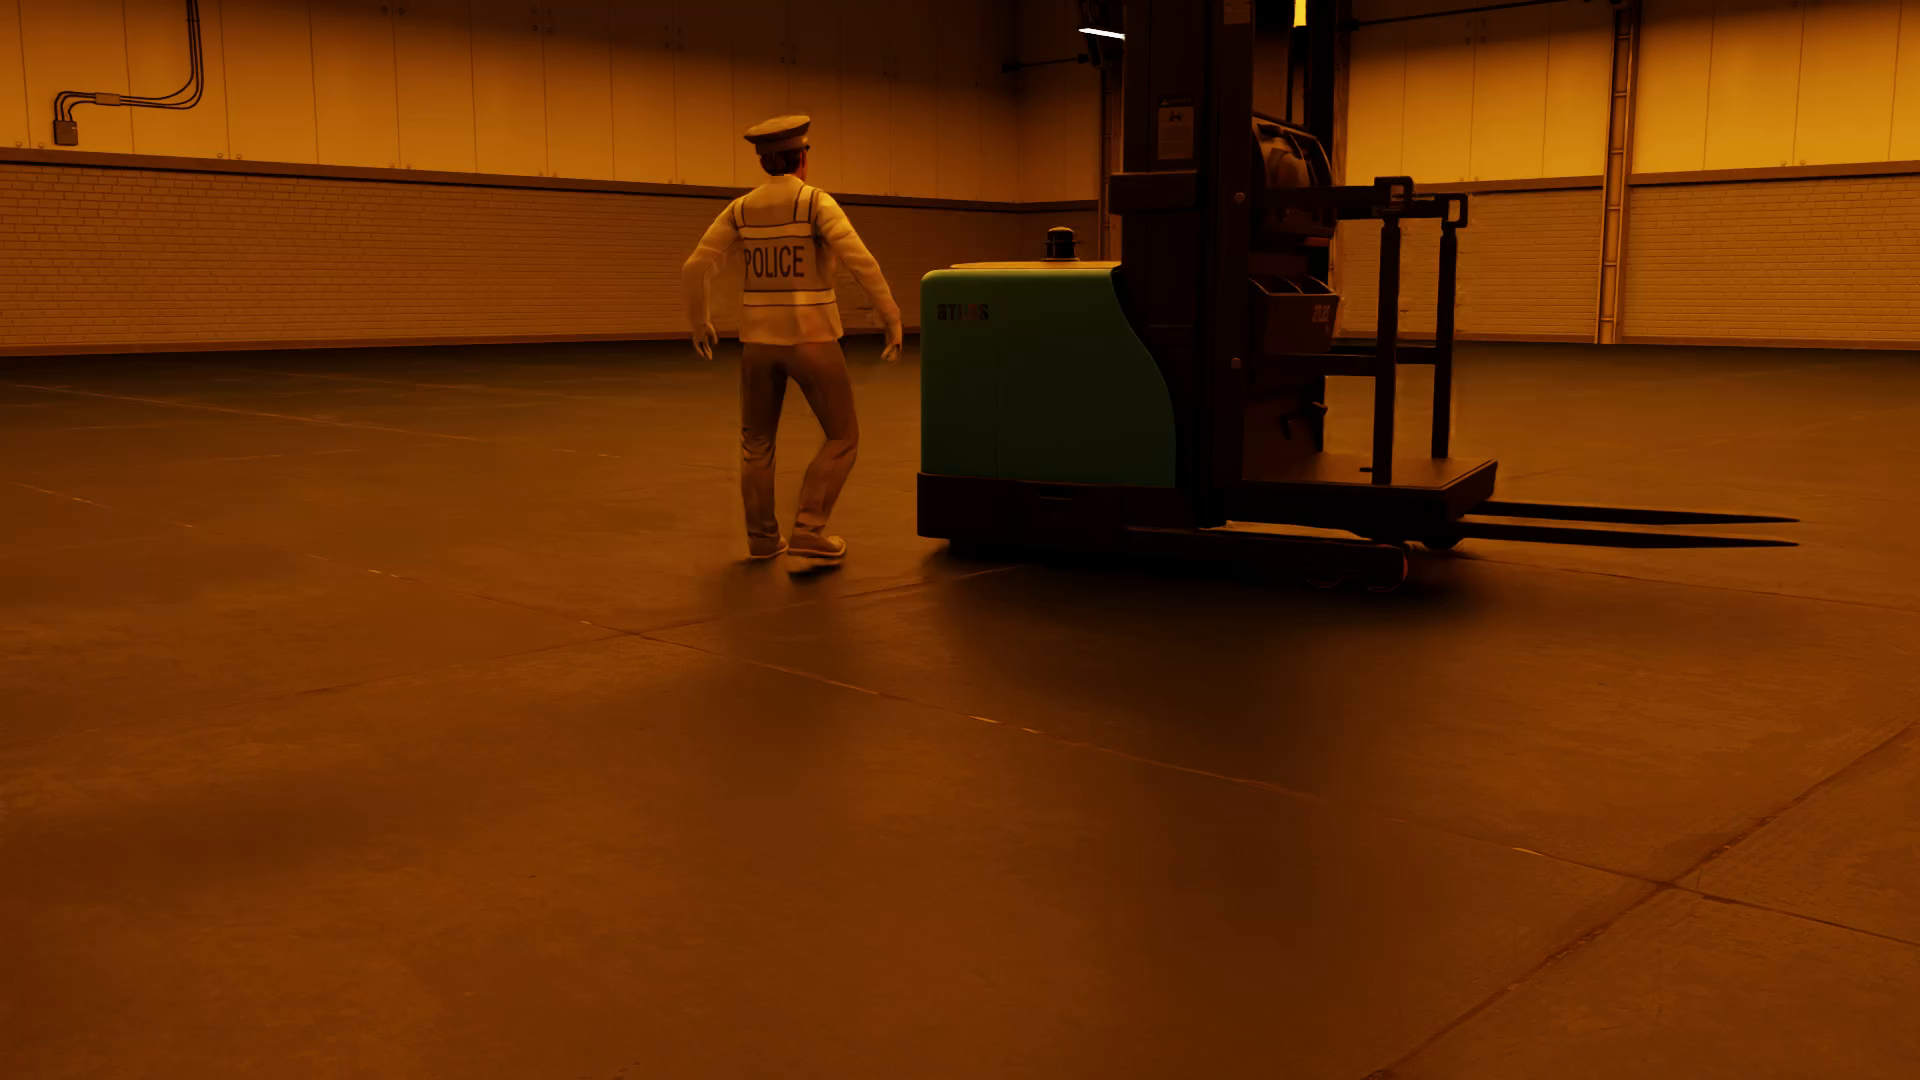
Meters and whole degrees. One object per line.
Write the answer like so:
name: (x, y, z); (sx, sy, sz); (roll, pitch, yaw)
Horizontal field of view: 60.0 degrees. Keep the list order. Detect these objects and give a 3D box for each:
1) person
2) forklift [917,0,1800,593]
person: (-0.581, -0.714, 6.059); (0.822, 1.631, 0.529); (3, 9, 21)
forklift: (1.387, -1.362, 5.919); (3.031, 2.935, 1.130); (4, 10, 26)
